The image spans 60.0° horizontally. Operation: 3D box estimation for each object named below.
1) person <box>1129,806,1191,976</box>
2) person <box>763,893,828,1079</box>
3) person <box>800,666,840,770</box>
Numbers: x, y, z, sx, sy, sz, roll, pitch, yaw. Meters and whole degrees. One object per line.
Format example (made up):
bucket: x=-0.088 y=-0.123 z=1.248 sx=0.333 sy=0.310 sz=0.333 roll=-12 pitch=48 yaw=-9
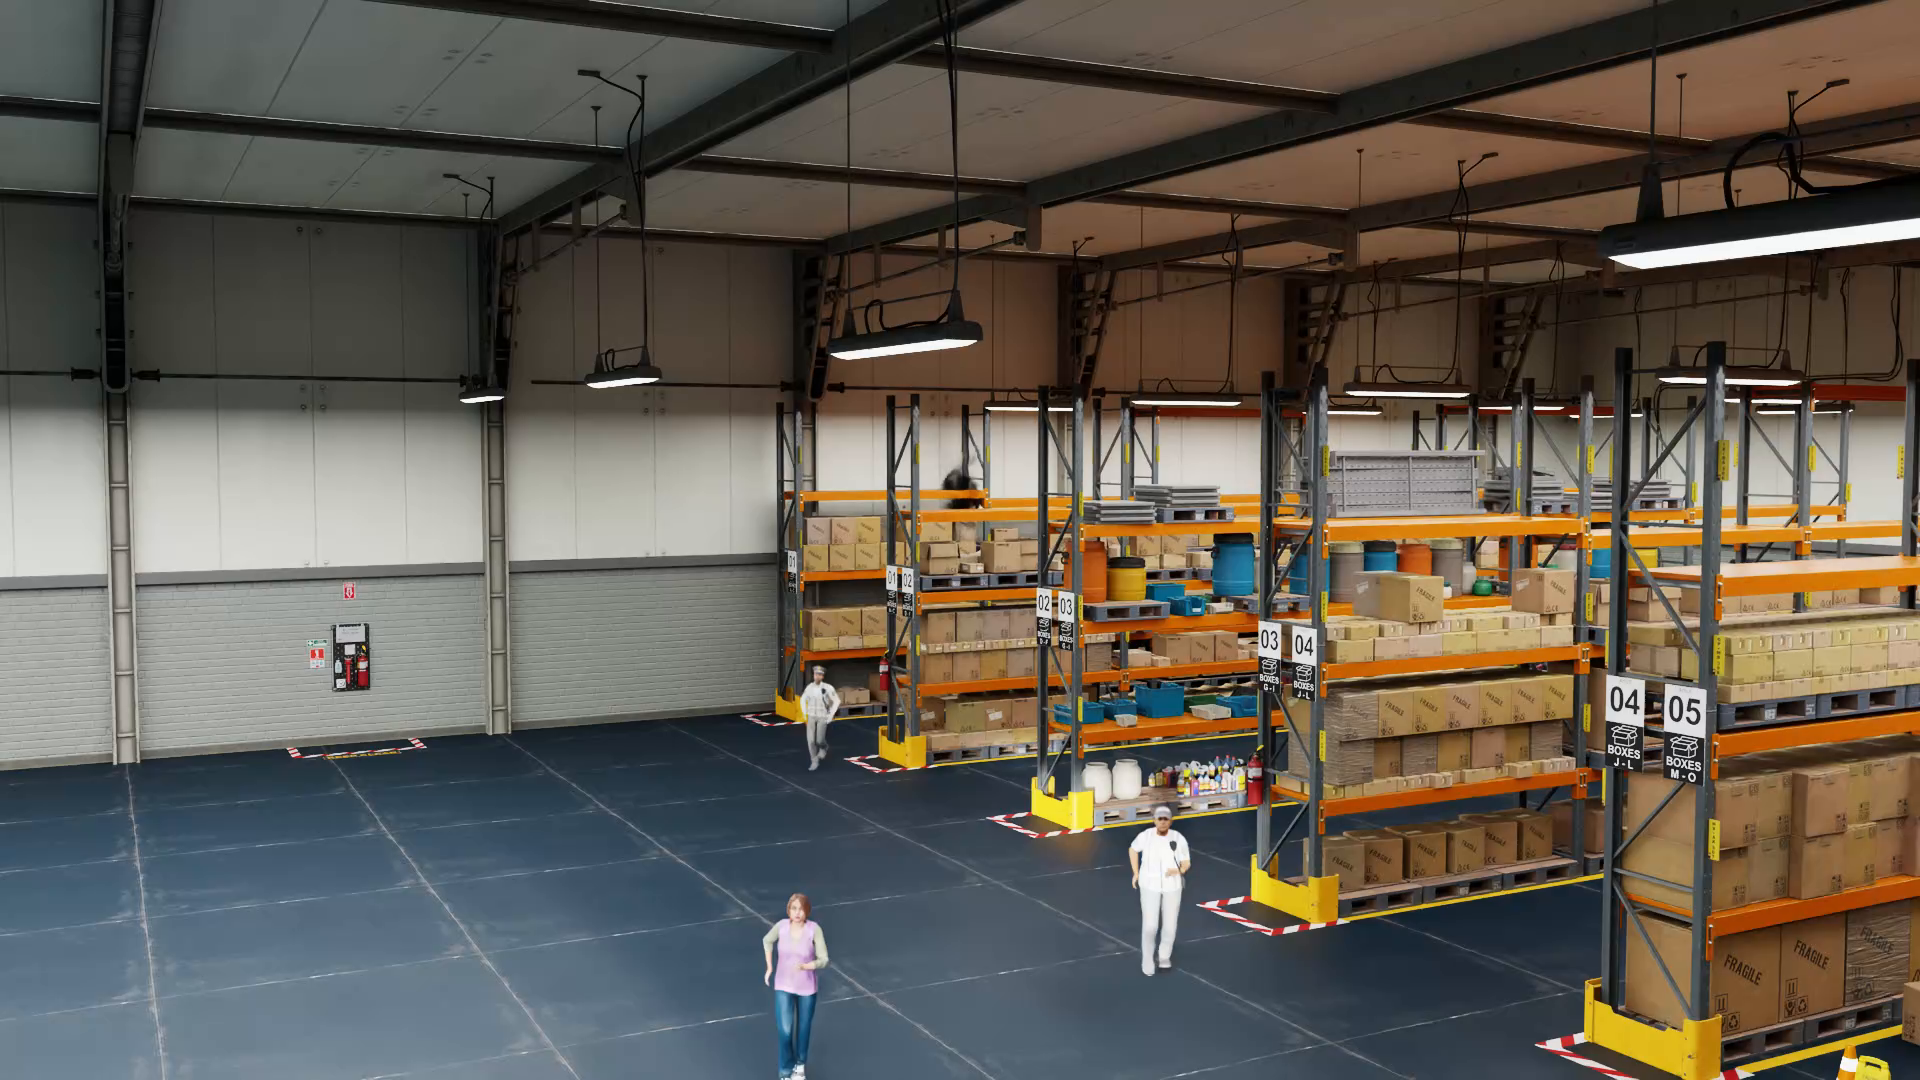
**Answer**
person: x=1.954 y=3.422 z=16.206 sx=0.581 sy=1.663 sz=0.659 roll=0 pitch=3 yaw=2
person: x=-1.307 y=3.651 z=13.252 sx=0.515 sy=1.538 sz=0.663 roll=0 pitch=3 yaw=-6
person: x=-2.291 y=2.839 z=26.743 sx=0.589 sy=1.665 sz=0.558 roll=1 pitch=3 yaw=9
